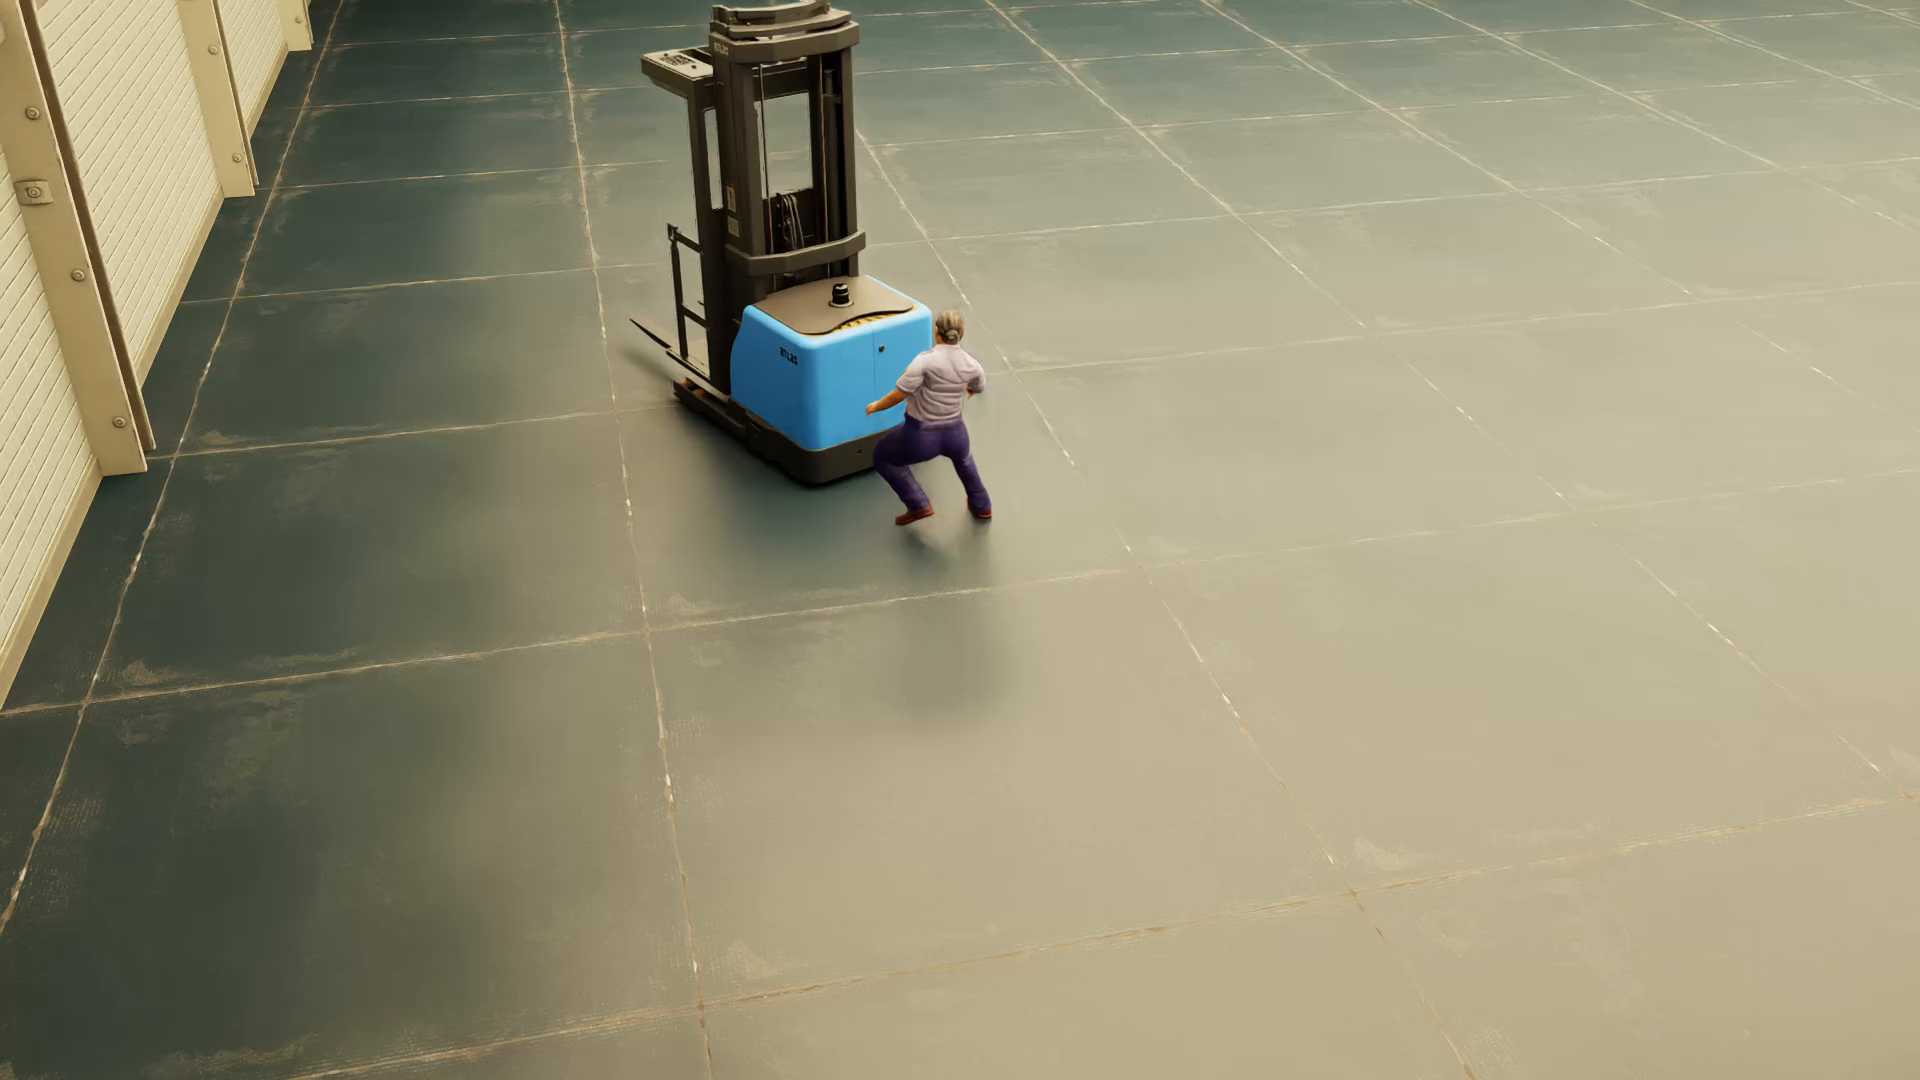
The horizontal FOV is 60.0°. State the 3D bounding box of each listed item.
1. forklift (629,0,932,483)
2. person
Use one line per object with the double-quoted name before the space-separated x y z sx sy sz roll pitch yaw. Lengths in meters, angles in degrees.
"forklift" -1.447 -2.327 11.595 1.130 2.935 3.031 -20 36 -31
"person" -0.159 -0.750 10.298 0.824 1.492 0.587 -13 32 -21
